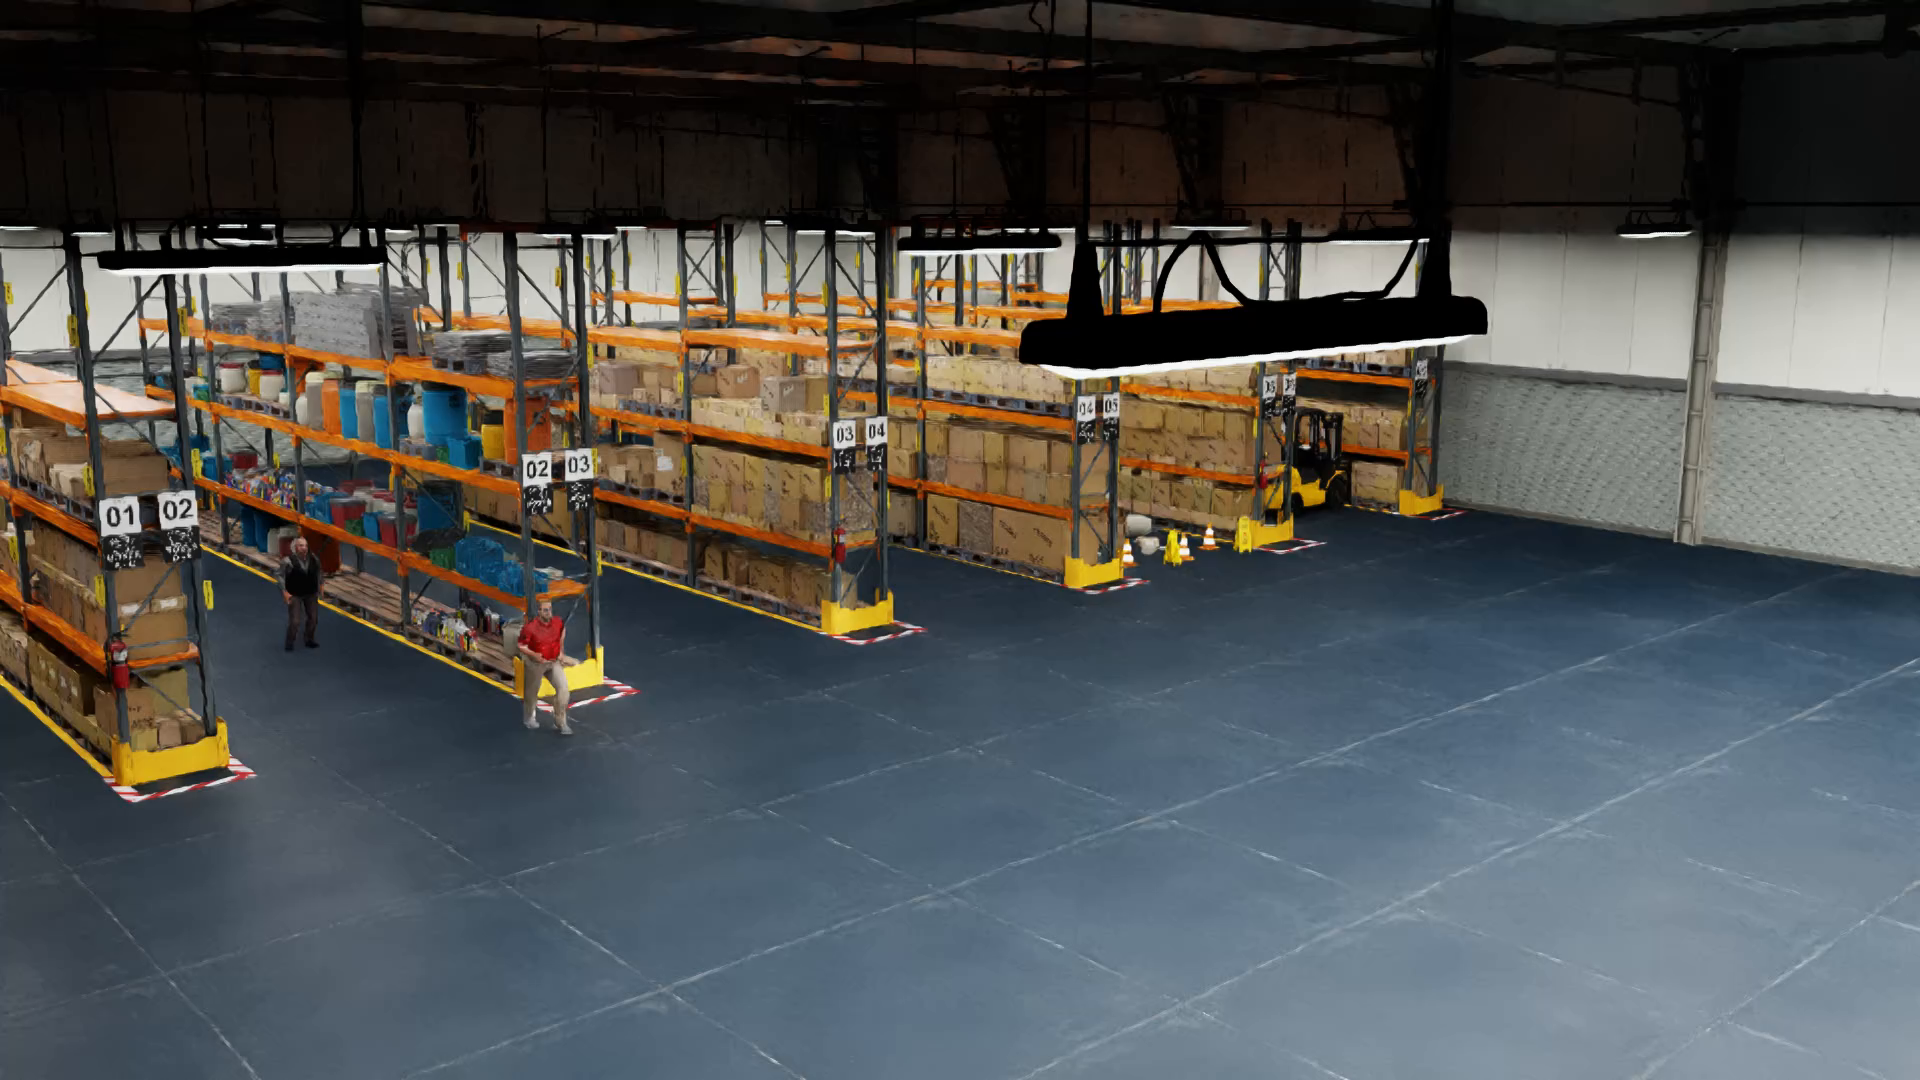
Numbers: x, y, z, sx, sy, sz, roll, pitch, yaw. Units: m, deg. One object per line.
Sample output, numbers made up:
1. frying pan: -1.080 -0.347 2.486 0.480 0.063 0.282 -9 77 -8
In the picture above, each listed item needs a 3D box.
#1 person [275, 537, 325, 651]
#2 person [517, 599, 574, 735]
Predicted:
1. person: -9.461 0.765 23.891 0.677 1.674 0.534 -11 16 -43
2. person: -5.047 1.512 20.199 0.686 1.664 0.867 -8 14 -35
